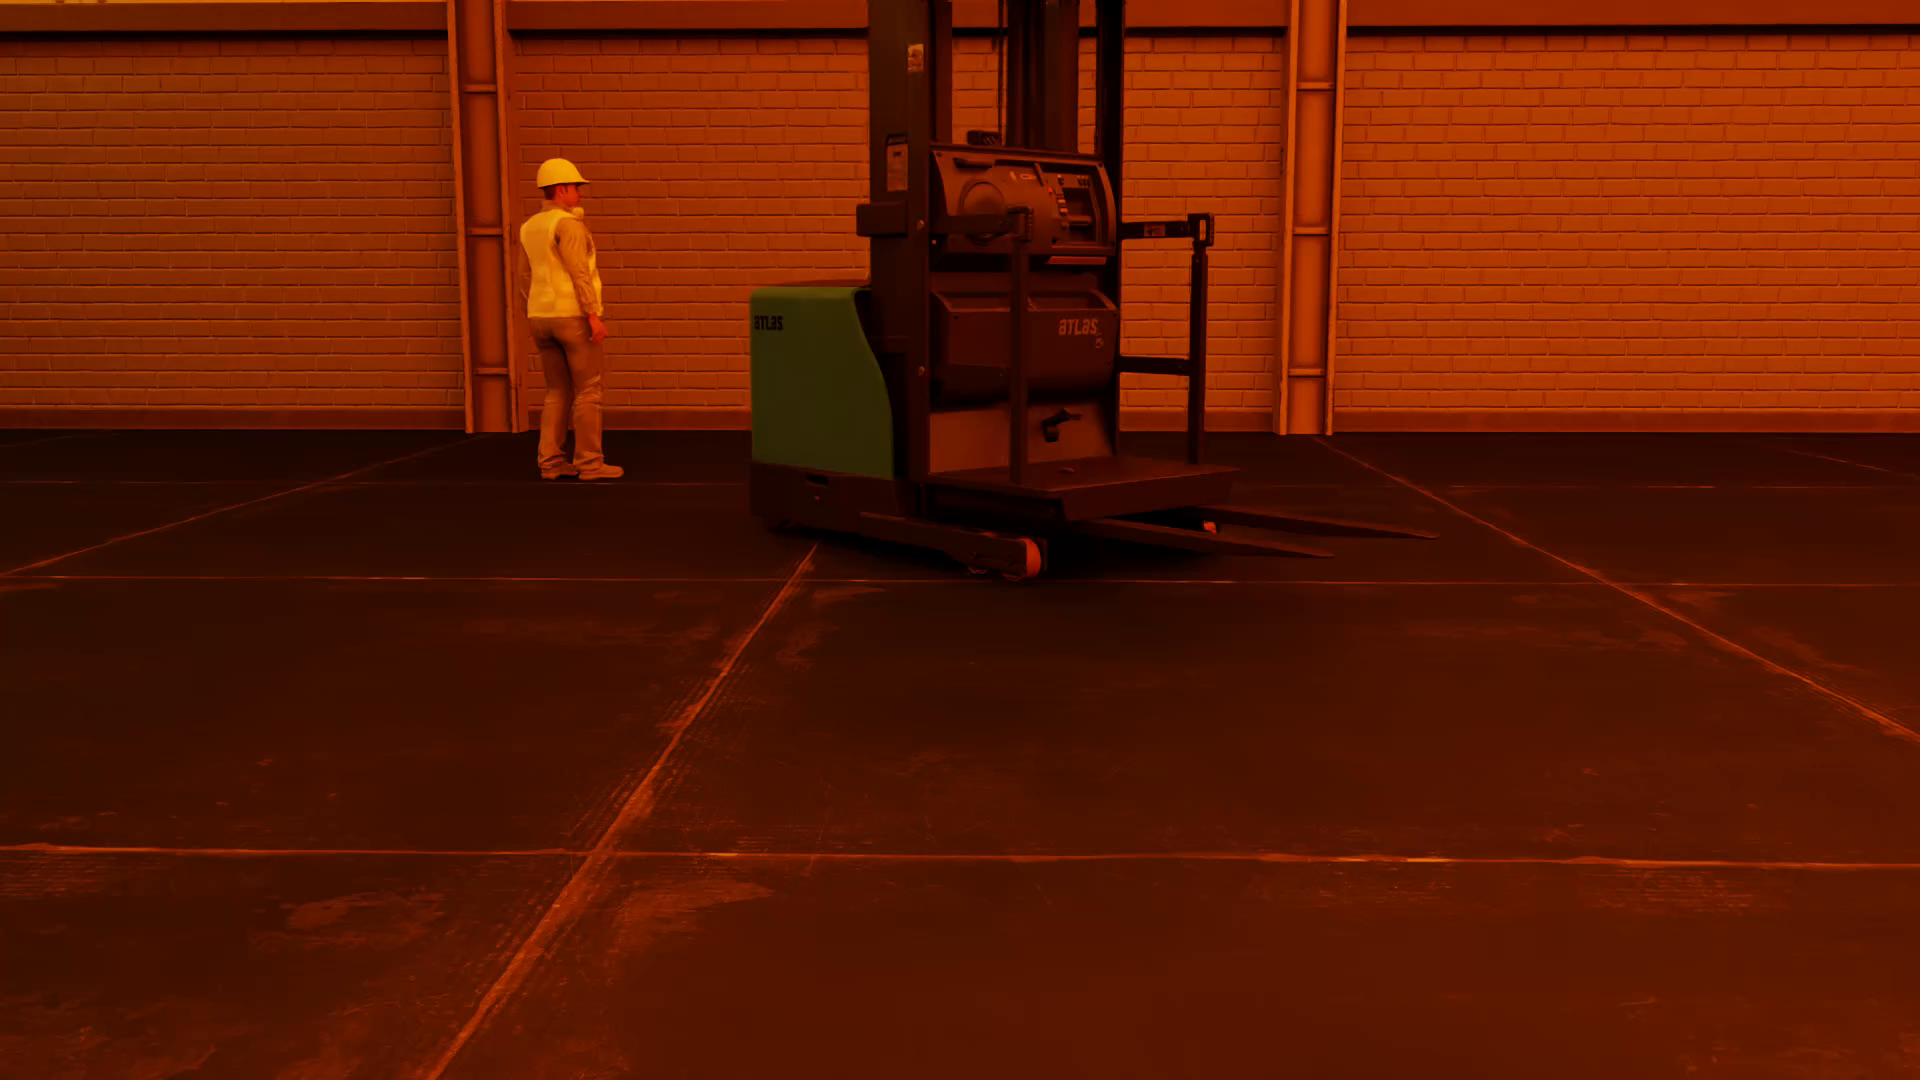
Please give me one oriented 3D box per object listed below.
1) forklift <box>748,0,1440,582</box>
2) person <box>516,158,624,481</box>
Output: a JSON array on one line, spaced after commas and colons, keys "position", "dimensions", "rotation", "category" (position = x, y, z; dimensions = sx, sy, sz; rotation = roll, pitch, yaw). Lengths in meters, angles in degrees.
[{"position": [0.408, -1.380, 6.457], "dimensions": [1.130, 2.935, 3.031], "rotation": [-8, 12, -41], "category": "forklift"}, {"position": [-2.177, -1.229, 9.312], "dimensions": [0.632, 1.775, 0.411], "rotation": [7, 11, 37], "category": "person"}]
